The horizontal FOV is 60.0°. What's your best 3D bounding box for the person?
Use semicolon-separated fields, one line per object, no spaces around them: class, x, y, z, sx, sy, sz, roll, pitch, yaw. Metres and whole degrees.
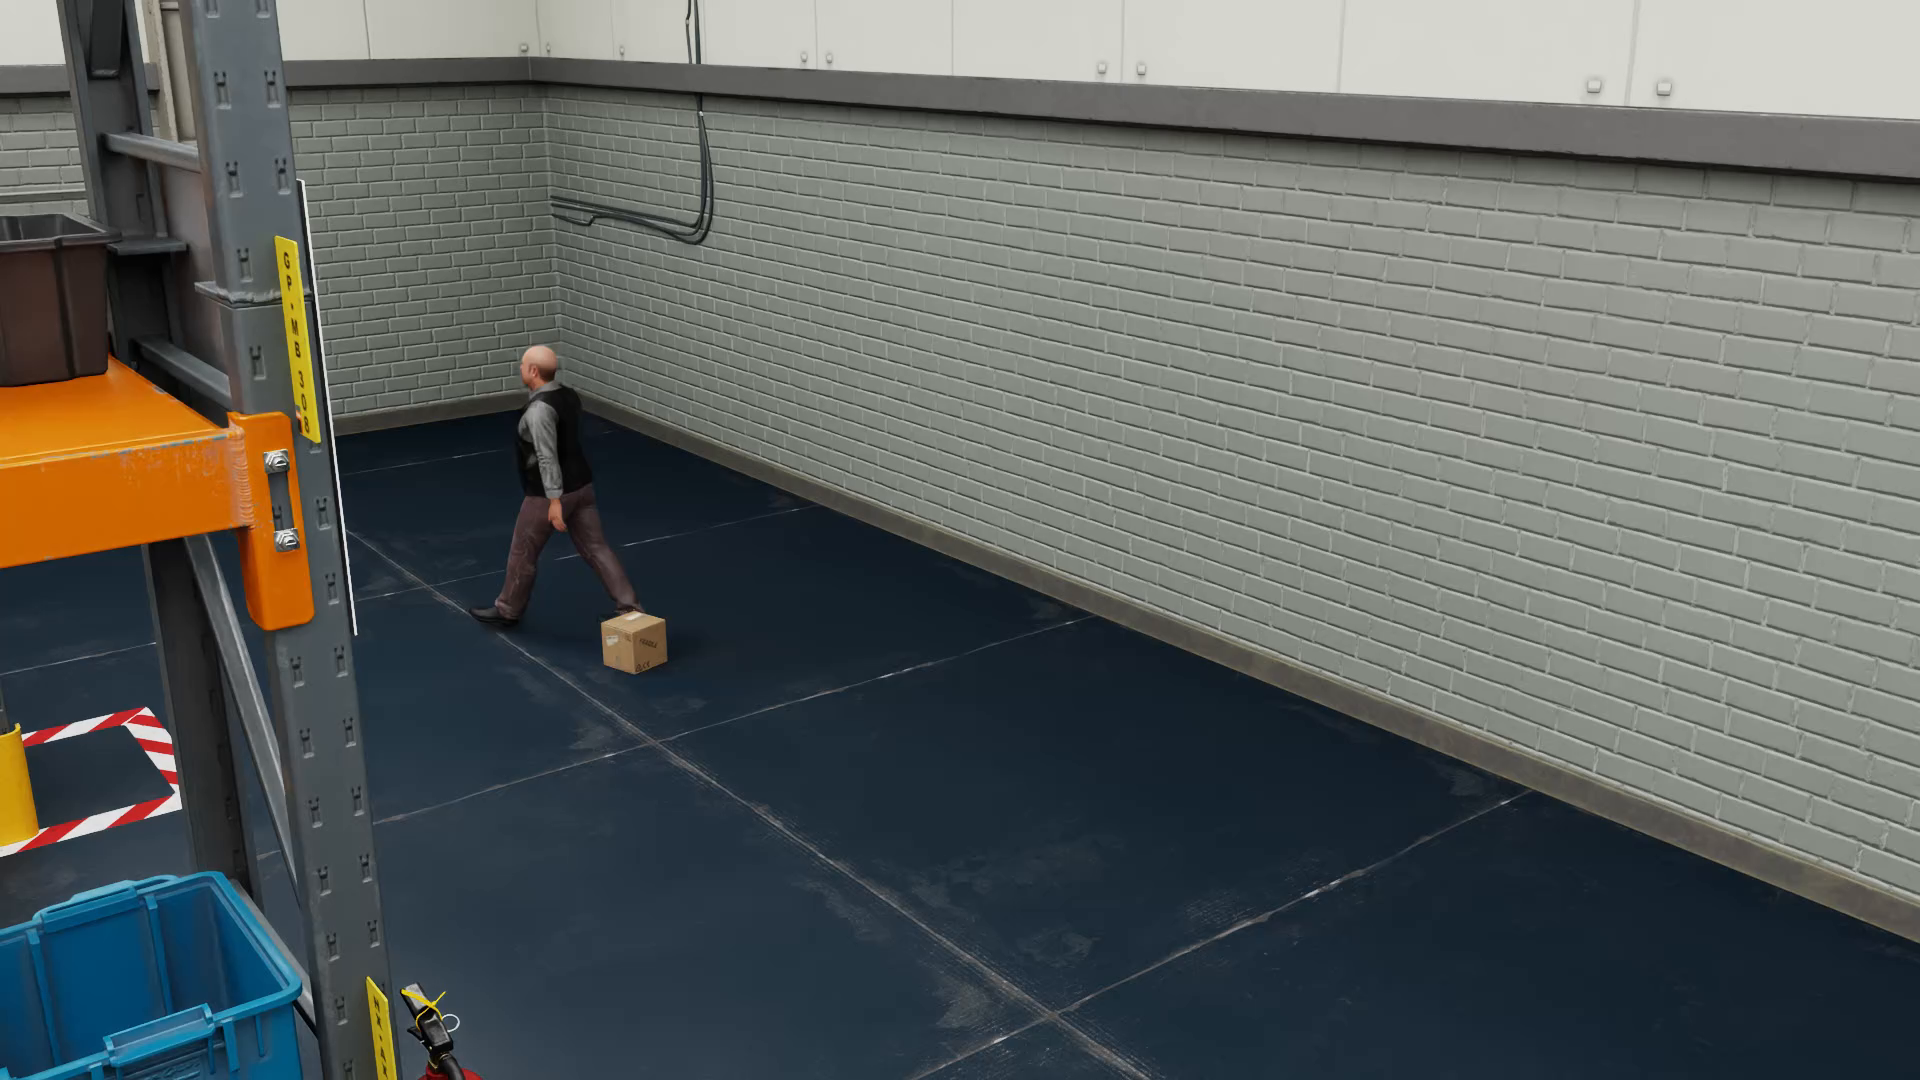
person;-2.336;-0.289;9.516;1.069;1.660;0.543;6;18;18
